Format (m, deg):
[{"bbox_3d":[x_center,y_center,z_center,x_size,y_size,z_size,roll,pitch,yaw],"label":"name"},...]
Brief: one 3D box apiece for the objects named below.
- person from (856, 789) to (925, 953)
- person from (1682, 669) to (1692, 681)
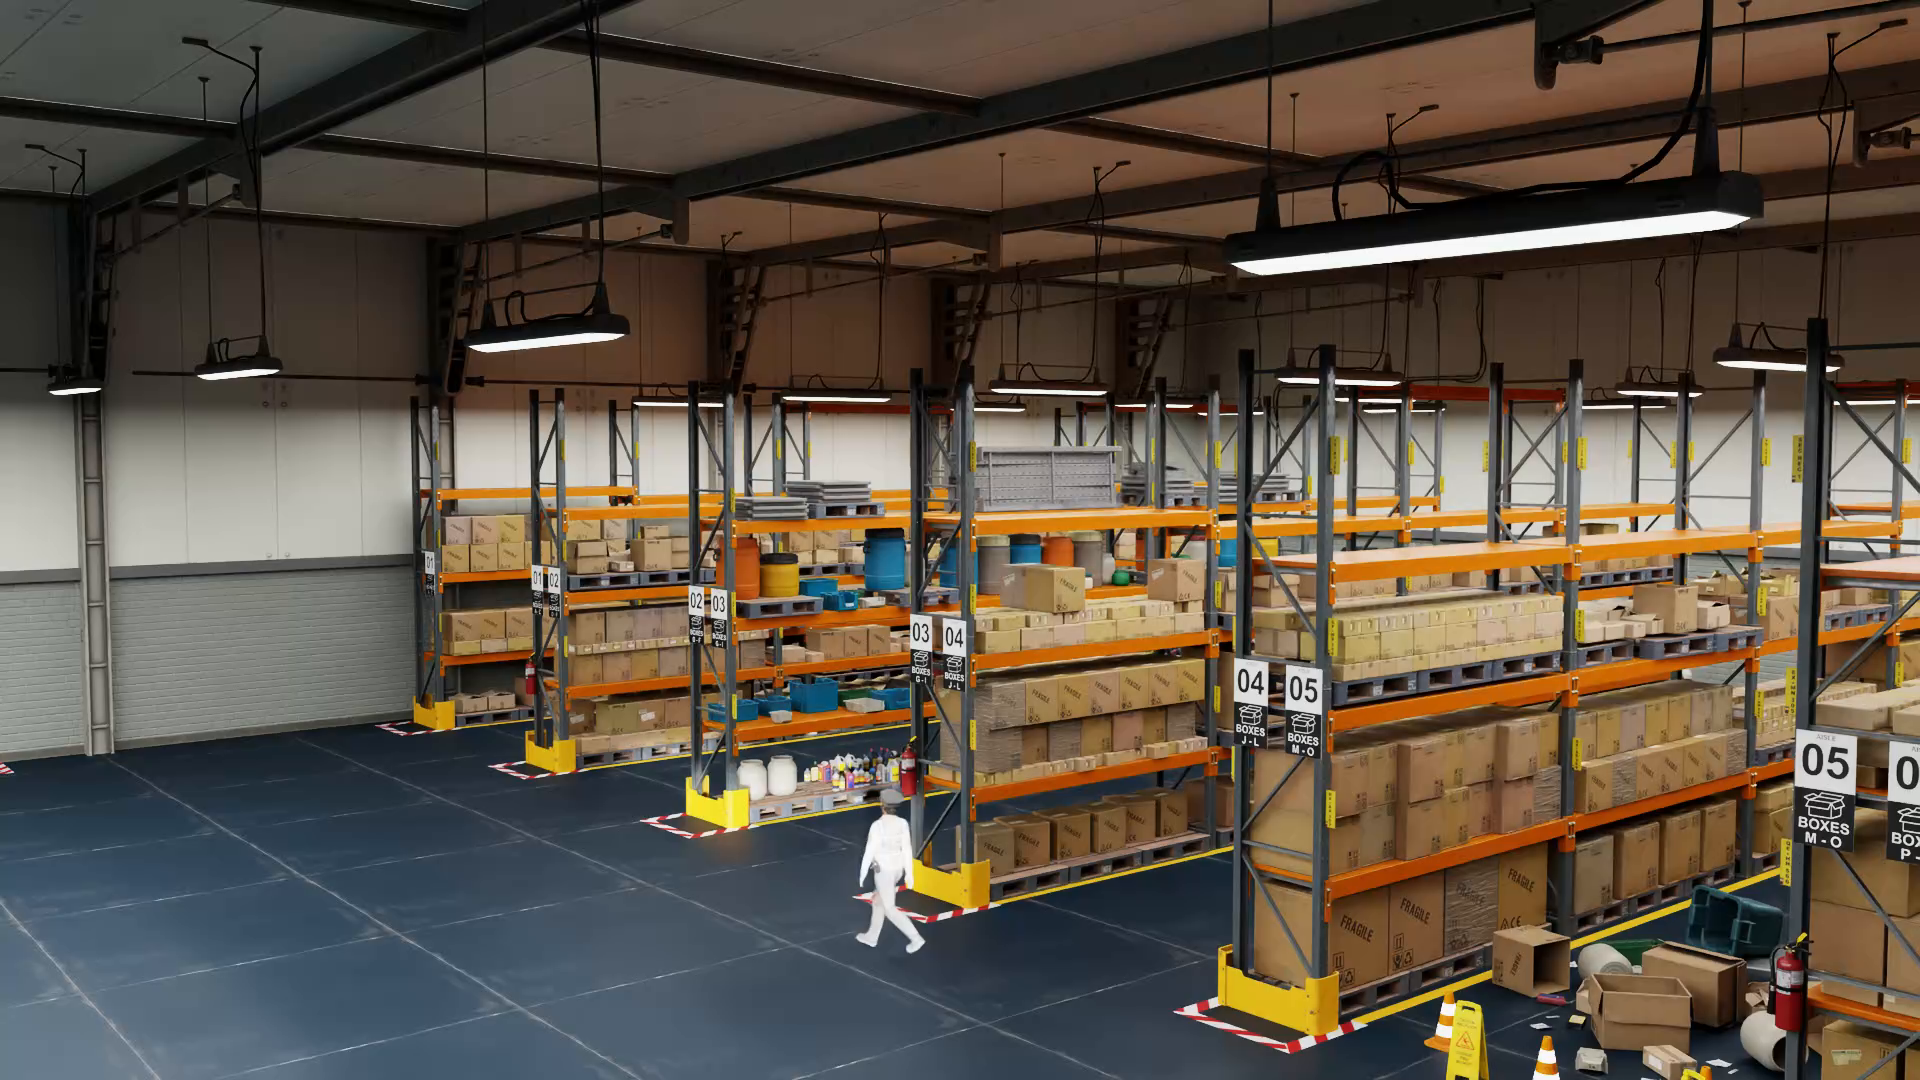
[{"bbox_3d":[-0.727,3.342,16.785,0.955,1.651,0.450,2,4,28],"label":"person"},{"bbox_3d":[10.995,2.822,25.265,1.080,1.723,0.488,-3,5,-43],"label":"person"}]
